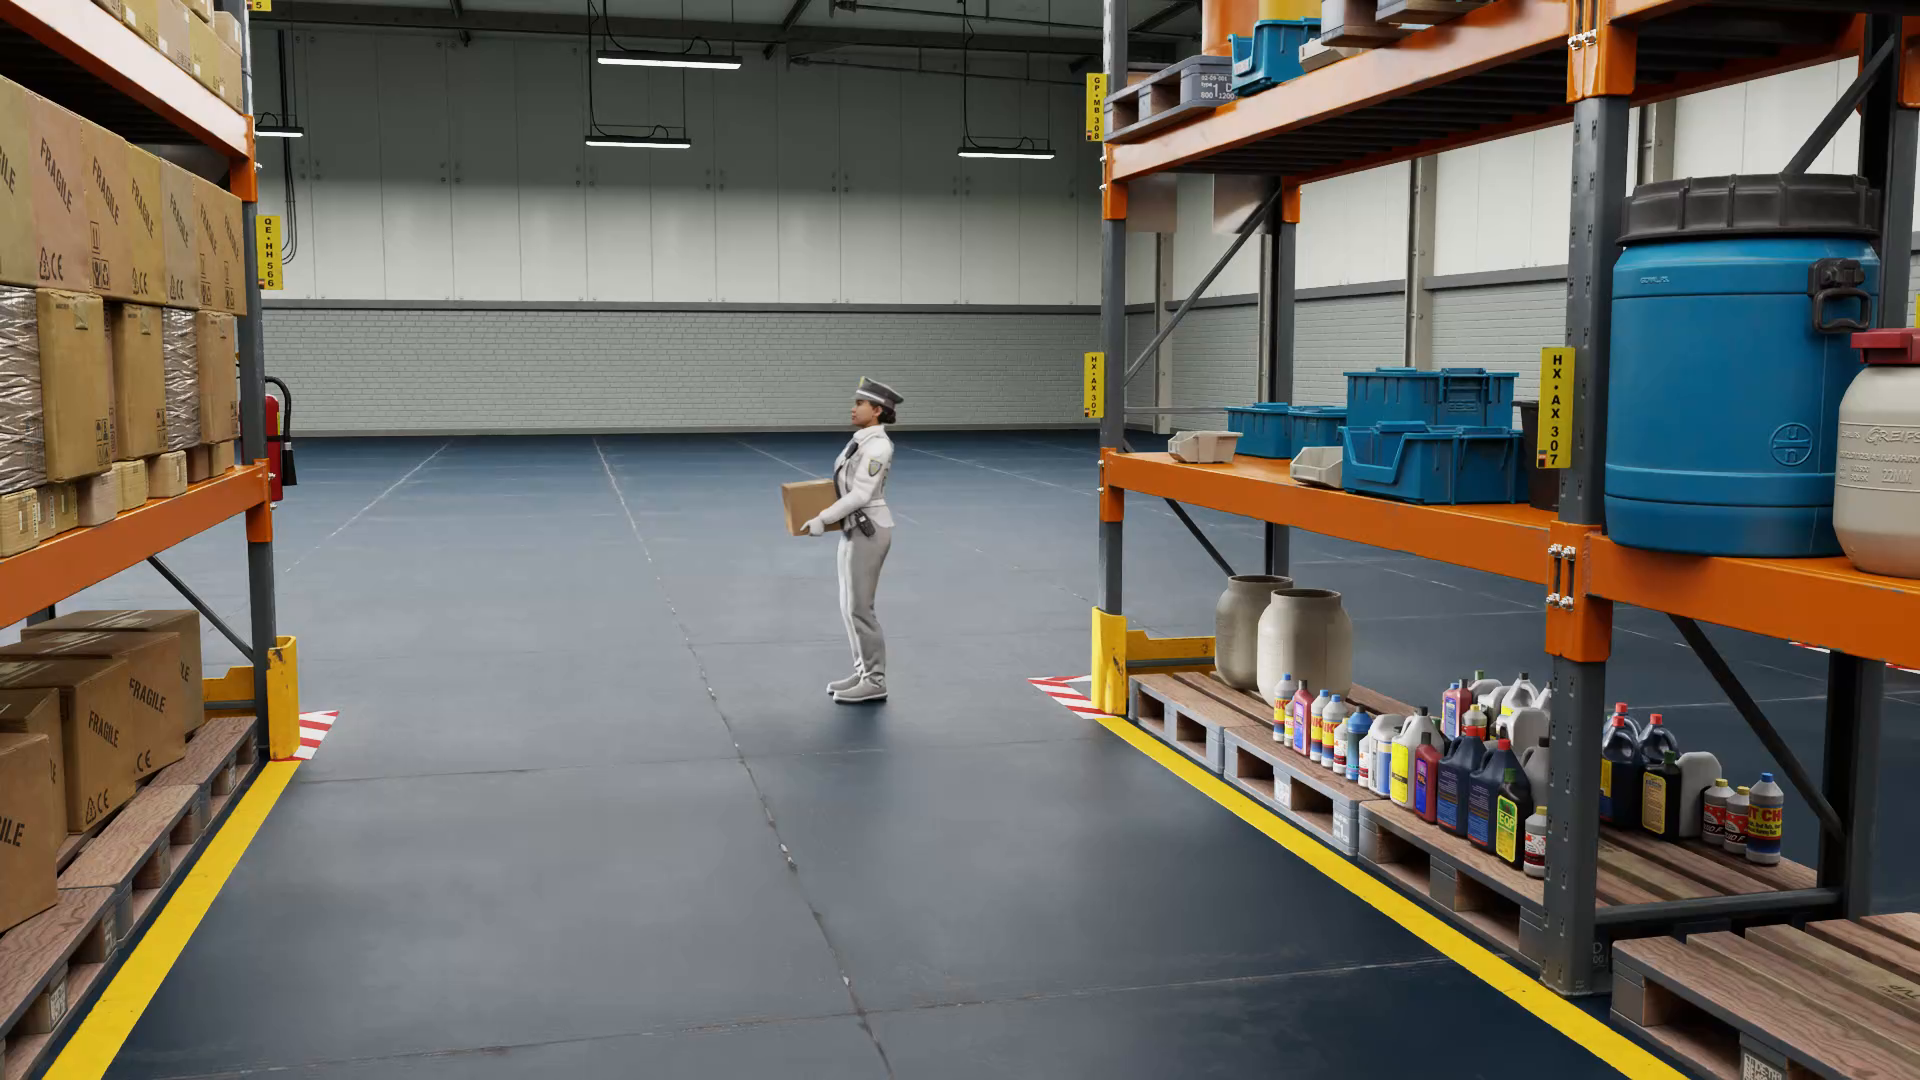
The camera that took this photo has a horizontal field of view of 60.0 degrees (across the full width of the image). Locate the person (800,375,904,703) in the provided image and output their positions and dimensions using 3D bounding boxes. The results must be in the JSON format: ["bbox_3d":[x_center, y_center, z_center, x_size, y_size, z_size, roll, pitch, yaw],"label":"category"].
[{"bbox_3d":[-0.573,-0.012,8.672,0.557,1.686,0.460,-1,6,-13],"label":"person"}]
